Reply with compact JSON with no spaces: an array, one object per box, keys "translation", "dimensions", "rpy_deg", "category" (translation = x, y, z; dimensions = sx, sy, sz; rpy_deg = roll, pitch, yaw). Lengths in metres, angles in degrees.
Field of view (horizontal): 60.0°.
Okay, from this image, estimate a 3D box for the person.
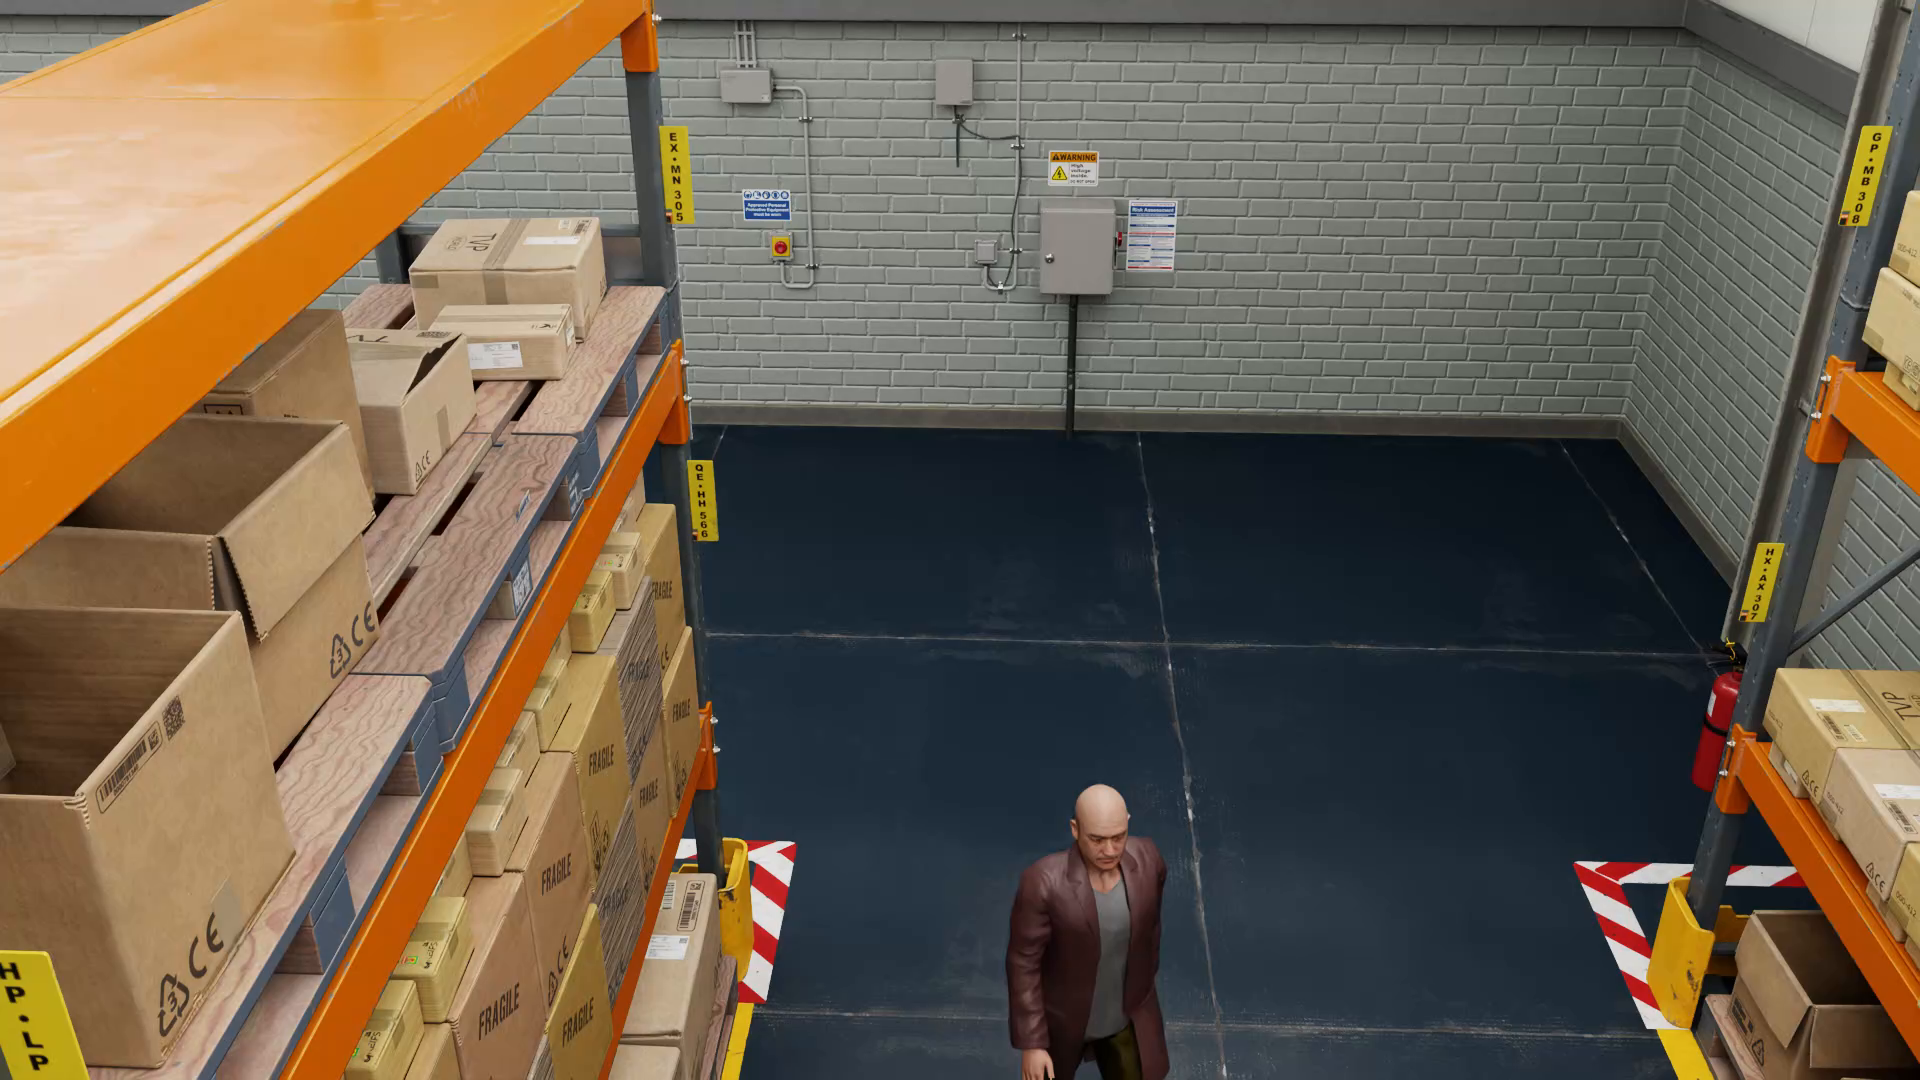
[{"translation":[0.437,1.587,5.605],"dimensions":[0.602,1.726,1.149],"rpy_deg":[-6,28,-11],"category":"person"}]
